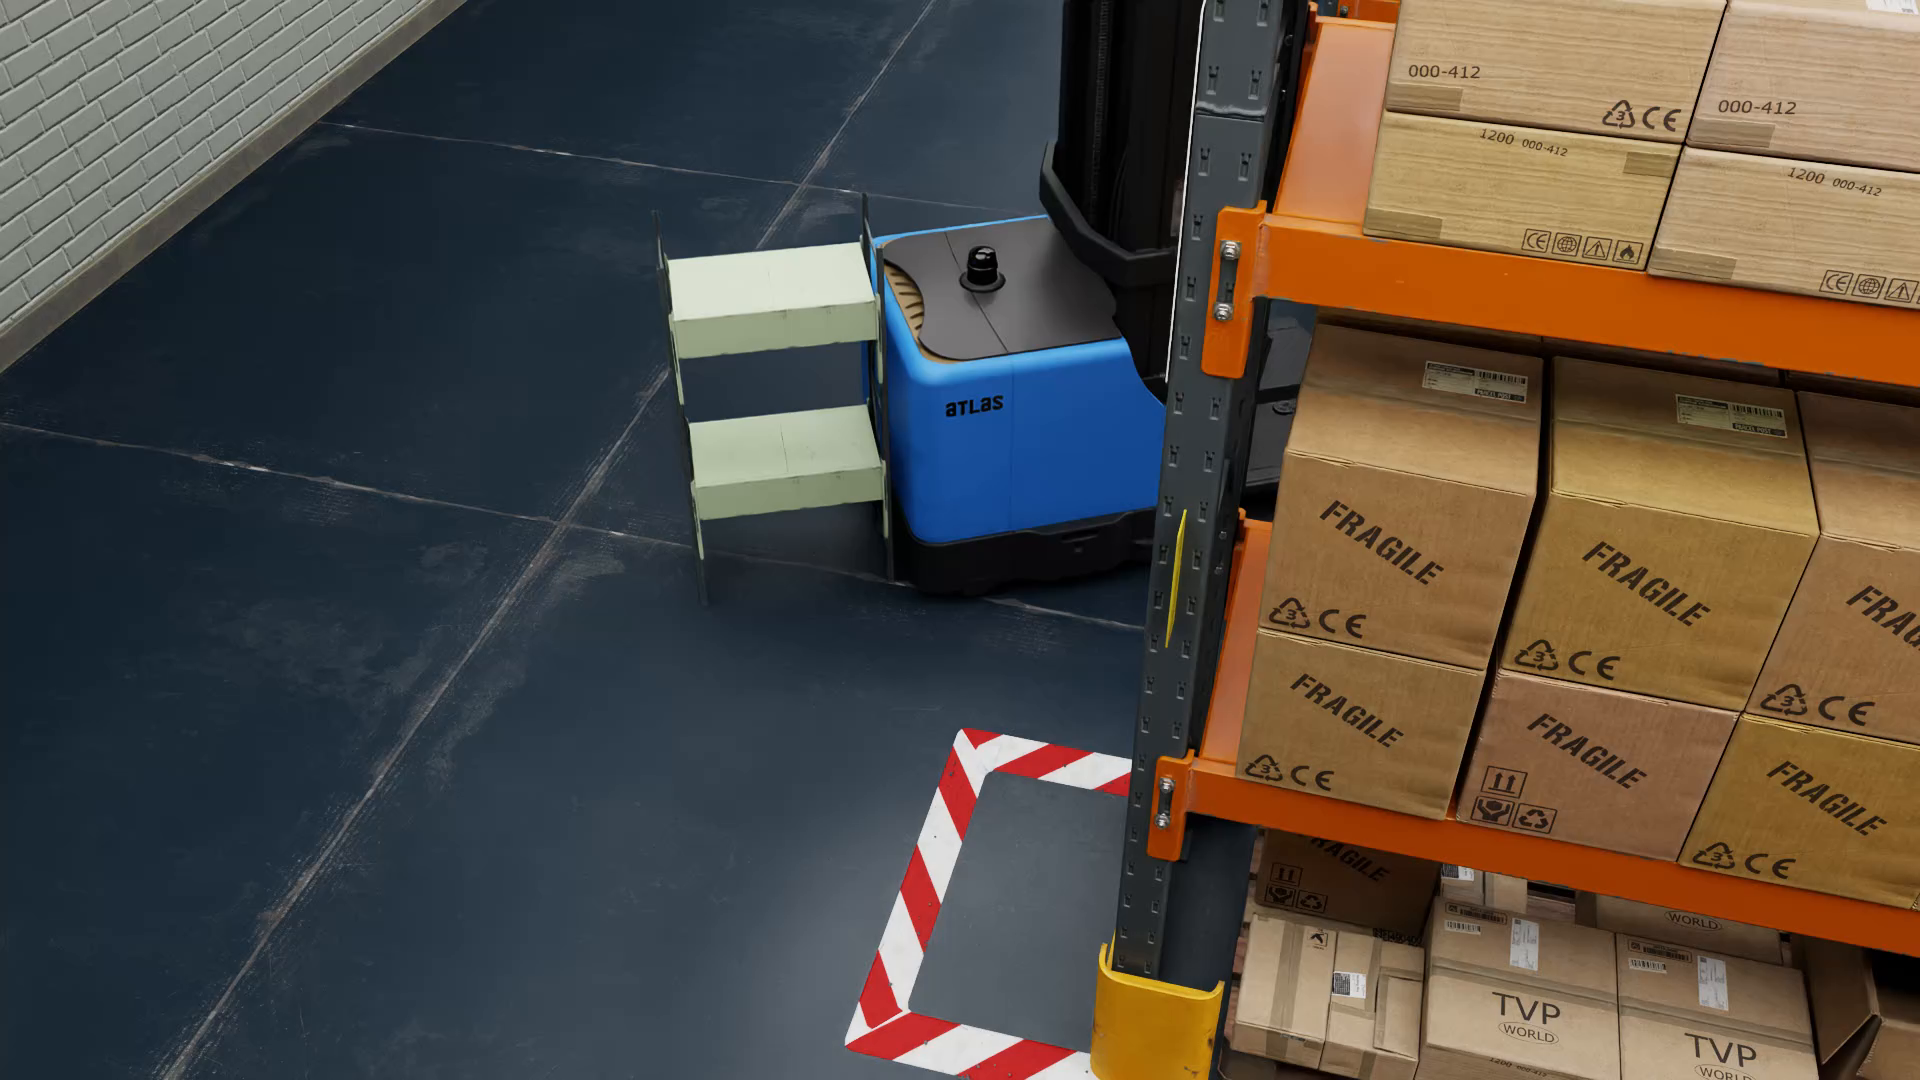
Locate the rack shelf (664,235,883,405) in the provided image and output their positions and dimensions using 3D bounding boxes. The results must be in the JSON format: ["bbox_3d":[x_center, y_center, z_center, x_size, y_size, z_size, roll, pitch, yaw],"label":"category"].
[{"bbox_3d":[-0.665,-0.787,5.914,0.720,0.370,0.431,-7,41,-8],"label":"rack shelf"}]

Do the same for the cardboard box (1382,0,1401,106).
[{"bbox_3d":[1.178,-1.089,3.499,0.500,0.250,0.500,10,41,11],"label":"cardboard box"}]

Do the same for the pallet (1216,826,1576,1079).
[{"bbox_3d":[1.457,1.293,5.046,1.213,0.211,1.003,10,41,11],"label":"pallet"}]

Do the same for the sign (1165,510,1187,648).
[{"bbox_3d":[0.473,0.086,3.642,0.005,0.325,0.100,10,41,11],"label":"sign"}]

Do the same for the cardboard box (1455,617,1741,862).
[{"bbox_3d":[1.473,0.362,3.908,0.500,0.500,0.500,9,41,11],"label":"cardboard box"}]

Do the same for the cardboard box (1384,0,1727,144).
[{"bbox_3d":[1.042,-0.955,2.950,0.500,0.250,0.500,10,41,11],"label":"cardboard box"}]

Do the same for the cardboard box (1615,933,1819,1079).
[{"bbox_3d":[2.031,1.398,4.549,0.500,0.250,0.500,10,41,11],"label":"cardboard box"}]

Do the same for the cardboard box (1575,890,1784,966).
[{"bbox_3d":[2.112,1.079,4.929,0.500,0.250,0.500,10,41,11],"label":"cardboard box"}]

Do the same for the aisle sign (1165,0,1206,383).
[{"bbox_3d":[0.471,-0.744,3.282,0.004,0.787,0.394,10,41,11],"label":"aisle sign"}]

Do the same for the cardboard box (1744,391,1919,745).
[{"bbox_3d":[1.963,0.065,3.485,0.500,0.500,0.500,10,41,12],"label":"cardboard box"}]

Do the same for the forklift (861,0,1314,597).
[{"bbox_3d":[1.160,-1.424,6.167,3.031,2.935,1.130,-10,41,-11],"label":"forklift"}]

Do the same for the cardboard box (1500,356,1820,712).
[{"bbox_3d":[1.481,-0.021,3.587,0.500,0.500,0.500,10,41,12],"label":"cardboard box"}]

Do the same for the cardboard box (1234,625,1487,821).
[{"bbox_3d":[0.974,0.280,4.007,0.500,0.500,0.500,11,41,12],"label":"cardboard box"}]

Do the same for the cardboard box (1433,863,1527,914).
[{"bbox_3d":[1.570,1.058,5.019,0.250,0.166,0.380,10,41,11],"label":"cardboard box"}]

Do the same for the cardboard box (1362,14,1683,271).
[{"bbox_3d":[1.044,-0.767,3.116,0.500,0.250,0.500,10,41,11],"label":"cardboard box"}]

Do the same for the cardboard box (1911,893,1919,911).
[{"bbox_3d":[2.440,0.532,3.707,0.500,0.500,0.500,10,41,12],"label":"cardboard box"}]

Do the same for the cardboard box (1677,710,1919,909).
[{"bbox_3d":[1.957,0.448,3.807,0.500,0.500,0.500,10,41,11],"label":"cardboard box"}]

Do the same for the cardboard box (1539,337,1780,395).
[{"bbox_3d":[1.602,-0.354,3.984,0.500,0.500,0.500,11,41,13],"label":"cardboard box"}]

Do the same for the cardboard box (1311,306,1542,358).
[{"bbox_3d":[1.114,-0.437,4.083,0.500,0.500,0.500,9,41,11],"label":"cardboard box"}]

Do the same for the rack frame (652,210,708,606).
[{"bbox_3d":[-1.025,-0.445,6.114,0.023,1.500,0.400,-7,41,-8],"label":"rack frame"}]

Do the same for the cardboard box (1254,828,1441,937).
[{"bbox_3d":[1.202,0.807,5.059,0.500,0.500,0.500,10,41,11],"label":"cardboard box"}]

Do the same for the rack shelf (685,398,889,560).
[{"bbox_3d":[-0.665,-0.238,6.374,0.720,0.370,0.431,-7,41,-8],"label":"rack shelf"}]

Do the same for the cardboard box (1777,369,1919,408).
[{"bbox_3d":[2.104,-0.271,3.885,0.500,0.500,0.500,11,41,13],"label":"cardboard box"}]

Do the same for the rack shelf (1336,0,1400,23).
[{"bbox_3d":[3.829,-2.388,7.821,4.000,0.370,1.077,10,41,11],"label":"rack shelf"}]

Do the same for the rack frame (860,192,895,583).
[{"bbox_3d":[-0.305,-0.531,6.216,0.023,1.500,0.400,-7,41,-8],"label":"rack frame"}]

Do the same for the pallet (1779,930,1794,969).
[{"bbox_3d":[2.632,1.497,4.803,1.213,0.211,1.003,10,41,11],"label":"pallet"}]

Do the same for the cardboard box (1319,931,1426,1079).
[{"bbox_3d":[1.170,1.322,4.705,0.250,0.166,0.380,10,41,11],"label":"cardboard box"}]

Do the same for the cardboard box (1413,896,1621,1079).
[{"bbox_3d":[1.548,1.315,4.648,0.500,0.250,0.500,10,41,11],"label":"cardboard box"}]

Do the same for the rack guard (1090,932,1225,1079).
[{"bbox_3d":[0.687,1.050,5.111,0.348,0.500,1.175,10,41,11],"label":"rack guard"}]

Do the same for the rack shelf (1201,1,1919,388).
[{"bbox_3d":[2.545,-0.460,3.193,4.000,0.370,1.077,10,41,11],"label":"rack shelf"}]

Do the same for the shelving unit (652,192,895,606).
[{"bbox_3d":[-0.665,-0.488,6.165,0.755,1.500,0.431,-7,41,-8],"label":"shelving unit"}]

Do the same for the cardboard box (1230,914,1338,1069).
[{"bbox_3d":[0.929,1.287,4.760,0.250,0.149,0.380,10,41,11],"label":"cardboard box"}]

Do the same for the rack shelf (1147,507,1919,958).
[{"bbox_3d":[2.545,0.689,4.157,4.000,0.370,1.077,10,41,11],"label":"rack shelf"}]

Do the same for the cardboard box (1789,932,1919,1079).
[{"bbox_3d":[2.661,1.224,4.559,0.637,0.503,0.797,10,41,11],"label":"cardboard box"}]

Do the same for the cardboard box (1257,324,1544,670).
[{"bbox_3d":[0.974,-0.103,3.685,0.500,0.500,0.500,11,41,13],"label":"cardboard box"}]

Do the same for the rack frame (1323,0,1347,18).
[{"bbox_3d":[1.897,-2.996,7.985,0.127,3.000,1.000,10,41,11],"label":"rack frame"}]

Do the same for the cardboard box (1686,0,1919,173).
[{"bbox_3d":[1.523,-0.867,2.846,0.500,0.250,0.500,10,41,11],"label":"cardboard box"}]

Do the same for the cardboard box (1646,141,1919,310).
[{"bbox_3d":[1.523,-0.676,3.007,0.500,0.250,0.500,10,41,11],"label":"cardboard box"}]

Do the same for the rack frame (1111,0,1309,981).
[{"bbox_3d":[0.613,0.081,4.322,0.127,3.000,1.000,10,41,11],"label":"rack frame"}]

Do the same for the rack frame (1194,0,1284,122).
[{"bbox_3d":[0.613,-2.217,2.392,0.127,3.000,1.000,10,41,11],"label":"rack frame"}]
